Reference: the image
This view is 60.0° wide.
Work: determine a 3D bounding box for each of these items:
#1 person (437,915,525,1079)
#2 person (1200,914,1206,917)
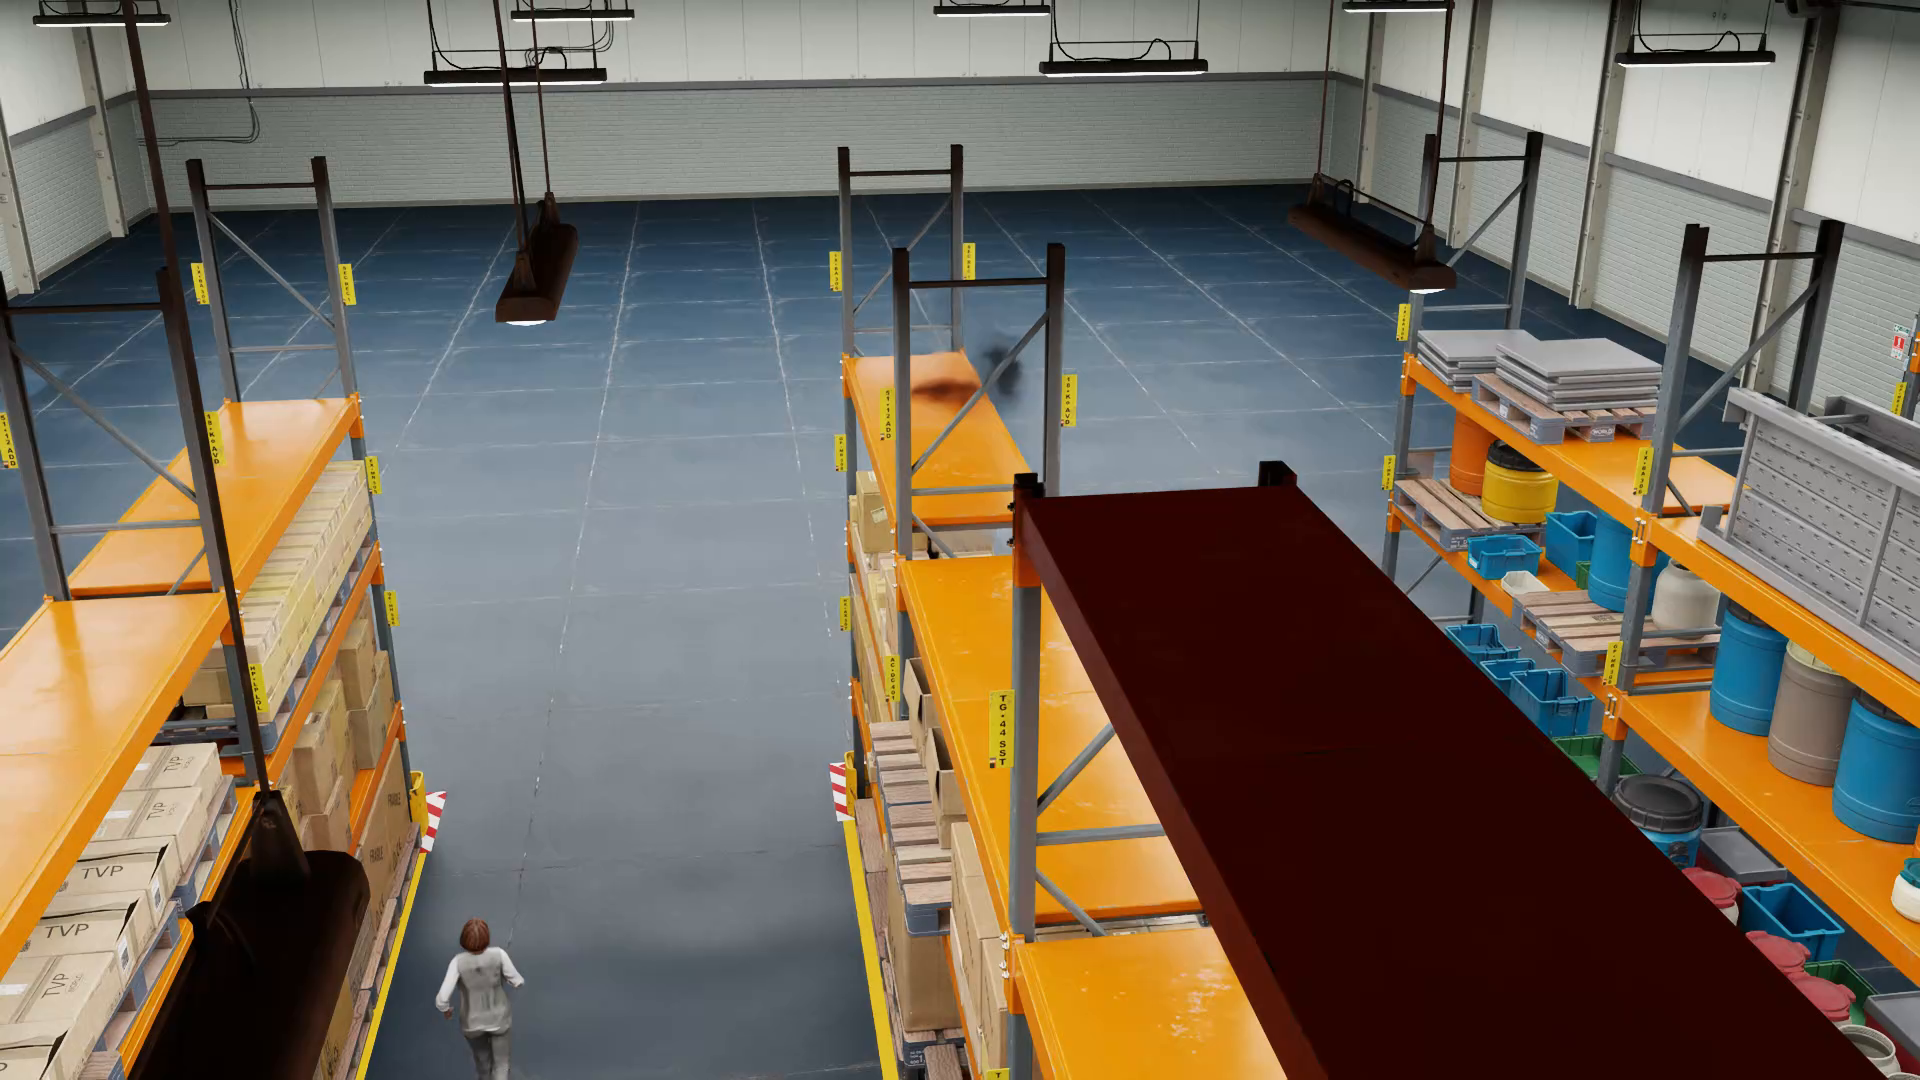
[{"bbox_3d":[-3.204,3.256,11.243,0.557,1.582,0.883,-5,22,-12],"label":"person"},{"bbox_3d":[1.541,2.804,12.275,0.563,1.645,0.609,-7,23,-16],"label":"person"}]
